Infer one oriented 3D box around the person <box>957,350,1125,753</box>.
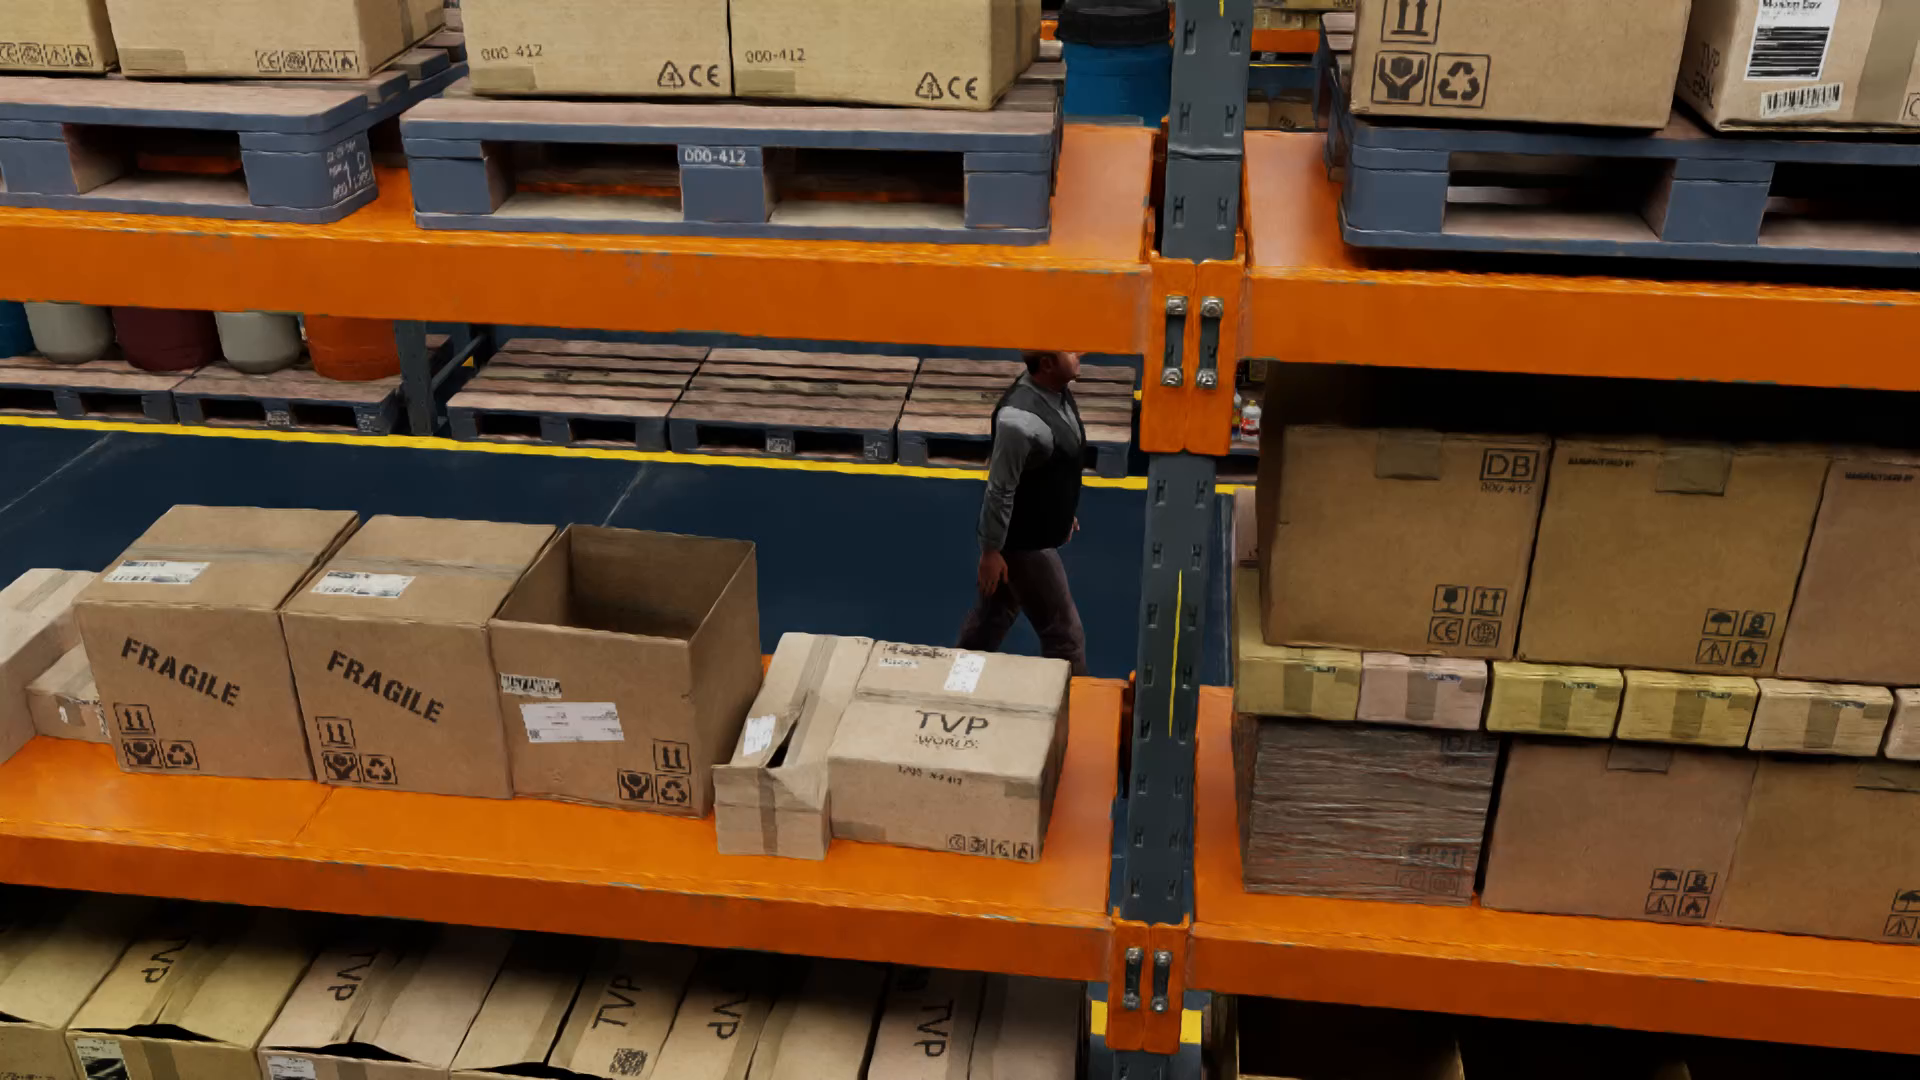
[{"bbox_3d":[0.356,-0.031,6.192,0.892,1.681,0.560,5,29,8],"label":"person"}]
